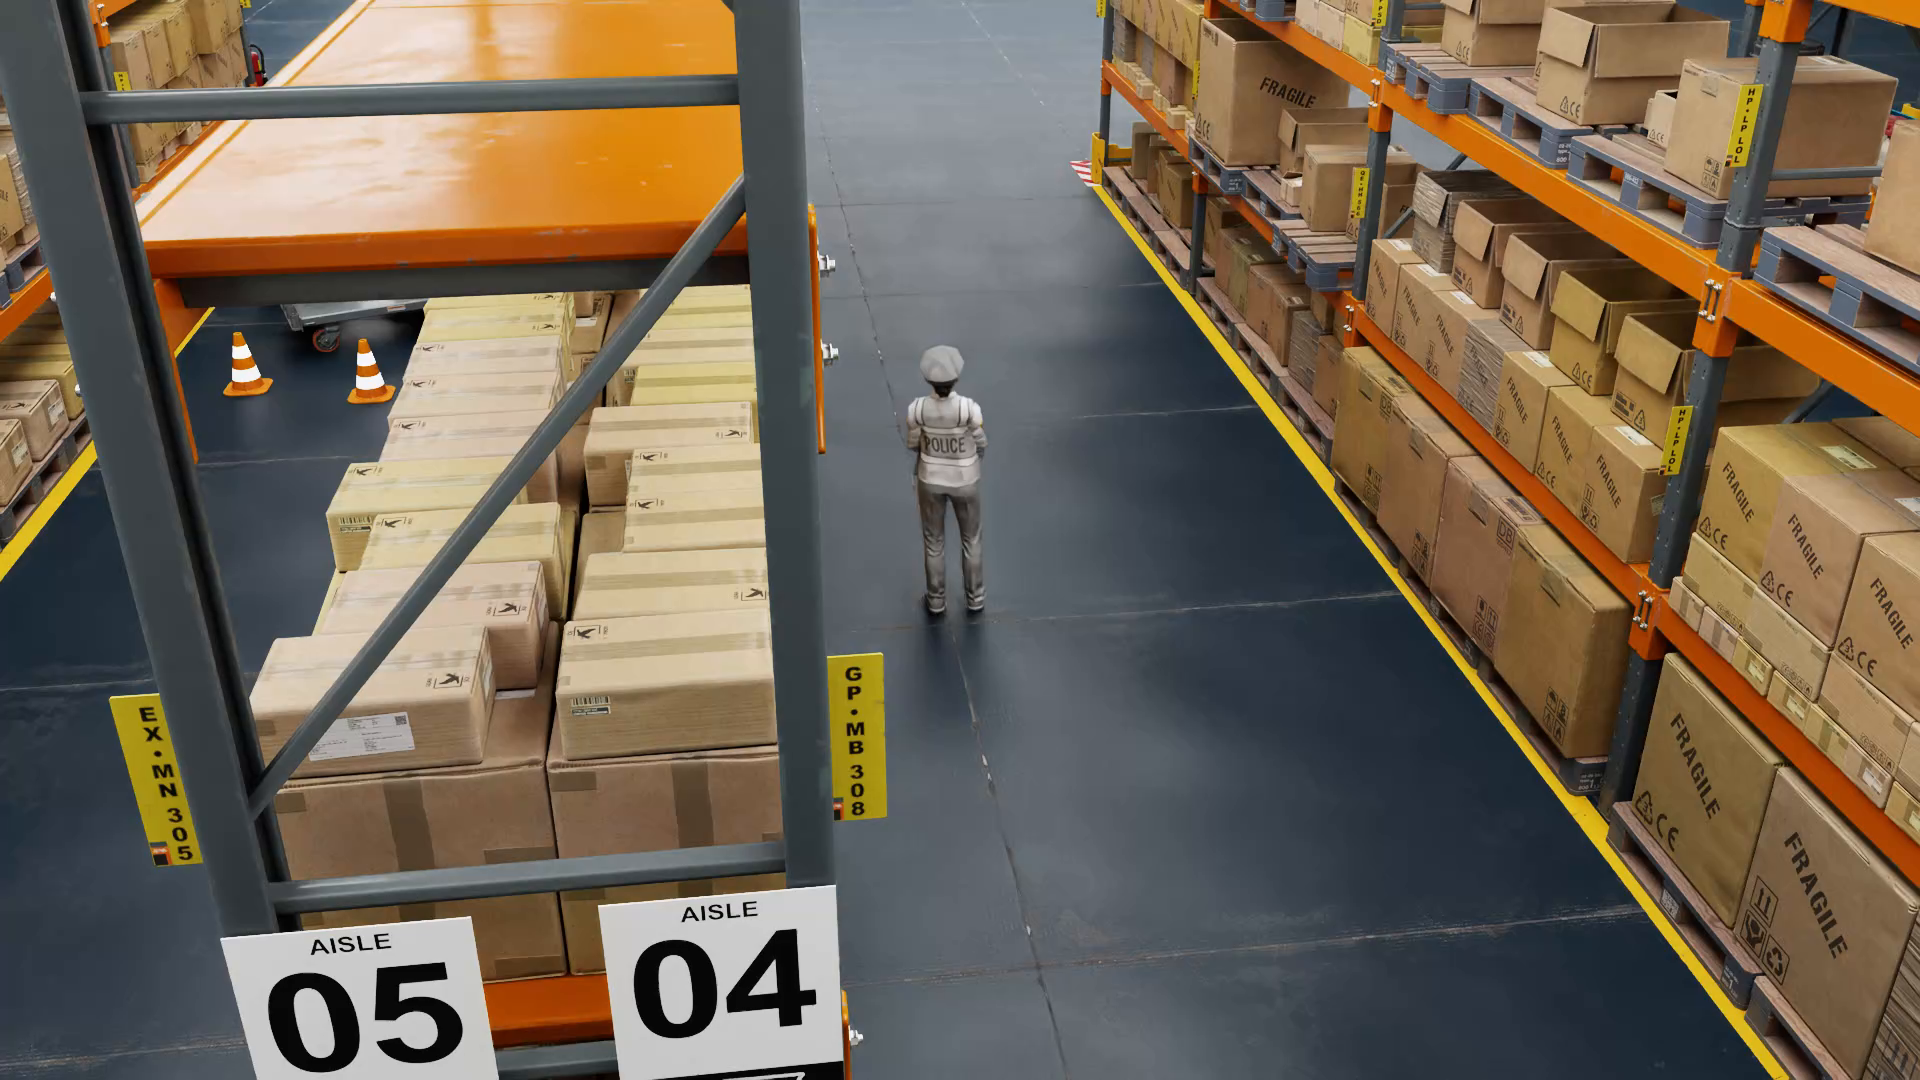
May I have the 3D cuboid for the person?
[{"bbox_3d":[-0.070,-0.366,9.757,0.471,1.700,0.543,4,28,7],"label":"person"}]
